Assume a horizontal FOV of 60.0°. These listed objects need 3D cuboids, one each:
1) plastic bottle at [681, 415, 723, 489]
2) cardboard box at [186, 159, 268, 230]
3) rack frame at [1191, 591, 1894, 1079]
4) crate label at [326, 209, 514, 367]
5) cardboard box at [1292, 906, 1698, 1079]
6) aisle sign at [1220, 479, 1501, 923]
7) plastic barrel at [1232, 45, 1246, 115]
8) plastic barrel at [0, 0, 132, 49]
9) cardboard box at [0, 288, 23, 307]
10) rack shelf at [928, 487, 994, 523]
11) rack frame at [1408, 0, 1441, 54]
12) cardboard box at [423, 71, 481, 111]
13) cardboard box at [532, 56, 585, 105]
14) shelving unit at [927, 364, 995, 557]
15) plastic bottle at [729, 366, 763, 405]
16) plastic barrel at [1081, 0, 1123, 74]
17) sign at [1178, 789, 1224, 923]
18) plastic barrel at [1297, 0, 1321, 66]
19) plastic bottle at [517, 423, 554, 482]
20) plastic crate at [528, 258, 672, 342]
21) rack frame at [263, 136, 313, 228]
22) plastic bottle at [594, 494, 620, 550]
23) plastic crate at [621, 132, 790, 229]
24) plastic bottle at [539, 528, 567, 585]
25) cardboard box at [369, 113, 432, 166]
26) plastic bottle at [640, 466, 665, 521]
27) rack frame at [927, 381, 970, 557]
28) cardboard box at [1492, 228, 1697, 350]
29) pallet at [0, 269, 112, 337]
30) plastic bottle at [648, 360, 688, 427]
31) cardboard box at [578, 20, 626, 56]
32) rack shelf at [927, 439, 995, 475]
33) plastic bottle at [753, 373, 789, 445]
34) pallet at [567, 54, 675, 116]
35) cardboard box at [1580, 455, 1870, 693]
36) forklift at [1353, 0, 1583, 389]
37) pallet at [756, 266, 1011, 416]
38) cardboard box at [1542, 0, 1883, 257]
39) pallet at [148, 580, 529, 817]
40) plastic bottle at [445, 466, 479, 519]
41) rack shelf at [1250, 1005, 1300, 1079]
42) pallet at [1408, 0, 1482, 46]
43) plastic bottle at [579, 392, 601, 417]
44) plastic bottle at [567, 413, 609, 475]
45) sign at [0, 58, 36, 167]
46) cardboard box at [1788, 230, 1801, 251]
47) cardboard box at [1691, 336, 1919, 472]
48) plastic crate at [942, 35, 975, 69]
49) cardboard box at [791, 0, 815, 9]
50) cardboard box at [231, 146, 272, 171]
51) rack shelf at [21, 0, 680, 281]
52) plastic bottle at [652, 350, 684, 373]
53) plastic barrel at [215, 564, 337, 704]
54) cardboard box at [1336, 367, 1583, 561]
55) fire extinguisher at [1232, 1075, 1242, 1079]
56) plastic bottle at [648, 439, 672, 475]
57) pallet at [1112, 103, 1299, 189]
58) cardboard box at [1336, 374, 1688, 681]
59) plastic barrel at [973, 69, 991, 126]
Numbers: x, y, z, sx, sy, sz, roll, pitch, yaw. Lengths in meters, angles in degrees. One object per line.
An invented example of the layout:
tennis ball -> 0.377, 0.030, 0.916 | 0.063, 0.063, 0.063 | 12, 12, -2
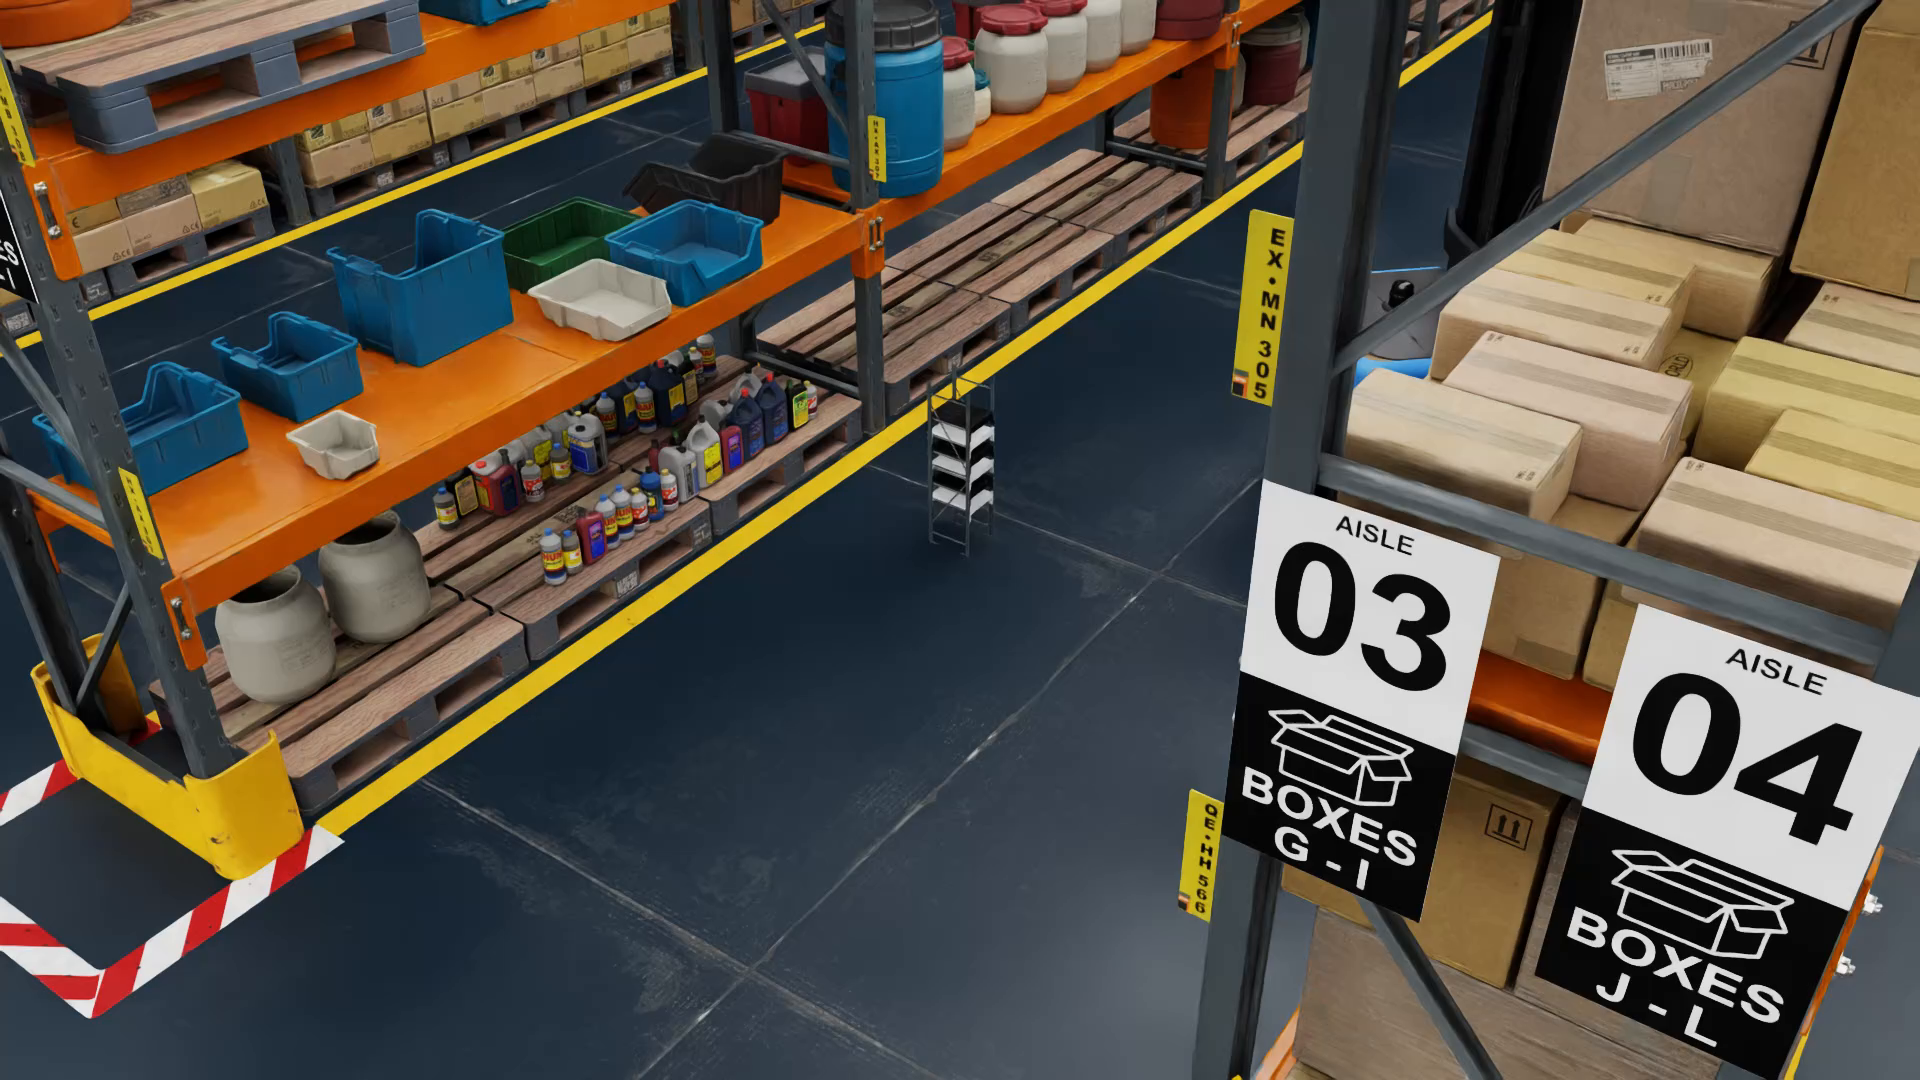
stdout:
plastic bottle -> -1.277, -0.448, 8.207 | 0.144, 0.351, 0.185 | 21, 39, 28
cardboard box -> -5.005, -2.324, 11.089 | 0.500, 0.250, 0.500 | 21, 39, 28
rack frame -> 0.935, 1.434, 3.451 | 1.000, 3.000, 0.127 | 21, 39, 28
crate label -> -2.306, -1.096, 7.161 | 0.502, 0.435, 0.616 | 21, 39, 28
cardboard box -> 1.272, 1.025, 3.701 | 0.875, 0.500, 0.500 | 21, 39, 28
aisle sign -> 0.654, 0.290, 2.823 | 0.394, 0.787, 0.004 | 21, 39, 28
plastic barrel -> 1.942, -3.492, 12.582 | 0.421, 0.512, 0.421 | 0, 34, 0
plastic barrel -> -2.961, -2.006, 5.103 | 0.600, 0.830, 0.708 | 21, 39, 28
cardboard box -> -5.855, -1.632, 10.065 | 0.500, 0.250, 0.500 | 21, 39, 28
rack shelf -> 0.005, -0.200, 8.123 | 0.258, 0.077, 0.200 | 21, 39, 28
rack frame -> 3.709, -5.670, 13.957 | 1.000, 3.000, 0.127 | 21, 39, 28
cardboard box -> -3.896, -3.417, 12.205 | 0.500, 0.311, 0.500 | 20, 39, 27
cardboard box -> -3.319, -3.659, 13.063 | 0.500, 0.250, 0.500 | 22, 40, 29
shelving unit -> 0.005, -0.376, 8.003 | 0.258, 0.900, 0.210 | 21, 39, 28
plastic bottle -> -1.102, -0.731, 8.625 | 0.144, 0.351, 0.185 | 21, 39, 28
plastic barrel -> 0.777, -3.140, 10.116 | 0.421, 0.512, 0.421 | 0, 34, 0
sign -> 0.491, 0.637, 3.314 | 0.100, 0.325, 0.005 | 21, 39, 28
plastic barrel -> 2.981, -4.404, 13.583 | 0.600, 0.901, 0.708 | 21, 39, 28
plastic bottle -> -2.110, -0.466, 8.234 | 0.144, 0.351, 0.185 | 23, 40, 30
plastic crate -> -1.570, -1.051, 7.362 | 0.530, 0.136, 0.437 | 21, 39, 28
rack frame -> -4.920, -3.572, 10.855 | 1.000, 3.000, 0.127 | 21, 39, 28
plastic bottle -> -1.648, -0.092, 7.752 | 0.097, 0.271, 0.097 | 0, 34, 0
plastic crate -> -1.256, -1.762, 8.234 | 0.767, 0.338, 0.504 | 21, 39, 28
plastic bottle -> -1.844, 0.065, 7.518 | 0.097, 0.271, 0.097 | 0, 34, 0
cardboard box -> -4.194, -2.949, 12.012 | 0.500, 0.250, 0.500 | 22, 40, 29
plastic bottle -> -1.476, -0.232, 7.958 | 0.097, 0.271, 0.097 | 0, 34, 0
rack frame -> -0.053, -0.330, 7.934 | 0.240, 0.900, 0.006 | 21, 39, 28
cardboard box -> 1.272, -0.505, 3.419 | 0.380, 0.149, 0.250 | 21, 40, 28
pallet -> -6.103, -1.501, 10.281 | 1.003, 0.211, 1.213 | 21, 39, 28
plastic bottle -> -1.535, -0.788, 8.710 | 0.144, 0.351, 0.185 | 21, 39, 28
cardboard box -> -3.026, -4.119, 13.243 | 0.500, 0.311, 0.500 | 21, 39, 28
rack shelf -> 0.005, -0.423, 7.972 | 0.258, 0.077, 0.200 | 21, 39, 28
plastic bottle -> -0.983, -0.685, 8.557 | 0.144, 0.351, 0.185 | 20, 39, 27
pallet -> -3.141, -3.892, 13.816 | 1.003, 0.211, 1.213 | 21, 39, 28
cardboard box -> 1.423, 0.115, 2.859 | 0.500, 0.250, 0.500 | 23, 40, 30
forklift -> 3.194, -1.505, 7.860 | 3.031, 2.935, 1.130 | -5, 34, -8
pallet -> -0.437, -1.207, 9.847 | 1.003, 0.211, 1.213 | 21, 39, 28
cardboard box -> 1.611, -0.974, 3.534 | 0.500, 0.500, 0.500 | 21, 39, 28
pallet -> -2.661, 0.585, 7.196 | 1.003, 0.211, 1.213 | 21, 39, 28
plastic bottle -> -2.395, -0.250, 7.973 | 0.061, 0.283, 0.133 | 22, 40, 29
rack shelf -> 2.076, 0.812, 5.014 | 1.077, 0.370, 4.000 | 21, 39, 28
pallet -> 4.096, -4.866, 15.257 | 1.003, 0.211, 1.213 | 21, 39, 28
plastic bottle -> -1.890, -0.657, 8.576 | 0.061, 0.283, 0.133 | 23, 40, 30
plastic bottle -> -1.868, -0.485, 8.329 | 0.152, 0.276, 0.135 | 21, 39, 28
sign -> -2.684, -1.216, 4.685 | 0.100, 0.325, 0.005 | 21, 39, 28
cardboard box -> 1.866, -0.746, 4.132 | 0.500, 0.250, 0.500 | 21, 39, 27
cardboard box -> 1.553, -0.208, 2.980 | 0.380, 0.149, 0.250 | 21, 39, 27
plastic crate -> -0.092, -2.792, 9.891 | 0.450, 0.188, 0.662 | 21, 39, 28
cardboard box -> -1.561, -5.150, 15.027 | 0.500, 0.500, 0.500 | 21, 39, 28
cardboard box -> -4.922, -2.891, 11.927 | 0.500, 0.250, 0.500 | 21, 39, 28
rack shelf -> -1.993, -2.013, 6.513 | 1.077, 0.370, 4.000 | 21, 39, 28
plastic bottle -> -1.556, -0.878, 8.910 | 0.152, 0.276, 0.135 | 23, 40, 30
plastic barrel -> -2.821, 0.382, 6.854 | 0.421, 0.512, 0.421 | 0, 34, 0
cardboard box -> 0.837, -0.139, 2.878 | 0.380, 0.149, 0.250 | 21, 39, 28
fire extinguisher -> 0.492, 1.372, 3.613 | 0.296, 0.674, 0.183 | 21, 39, 28
plastic bottle -> -1.460, -0.380, 8.167 | 0.061, 0.283, 0.133 | 21, 39, 28
pallet -> 1.843, -3.050, 12.572 | 1.003, 0.211, 1.213 | 21, 39, 28
cardboard box -> 1.002, -0.049, 3.101 | 0.500, 0.250, 0.500 | 22, 40, 29
plastic barrel -> 0.028, -2.491, 9.380 | 0.301, 0.262, 0.301 | 0, 34, 0
